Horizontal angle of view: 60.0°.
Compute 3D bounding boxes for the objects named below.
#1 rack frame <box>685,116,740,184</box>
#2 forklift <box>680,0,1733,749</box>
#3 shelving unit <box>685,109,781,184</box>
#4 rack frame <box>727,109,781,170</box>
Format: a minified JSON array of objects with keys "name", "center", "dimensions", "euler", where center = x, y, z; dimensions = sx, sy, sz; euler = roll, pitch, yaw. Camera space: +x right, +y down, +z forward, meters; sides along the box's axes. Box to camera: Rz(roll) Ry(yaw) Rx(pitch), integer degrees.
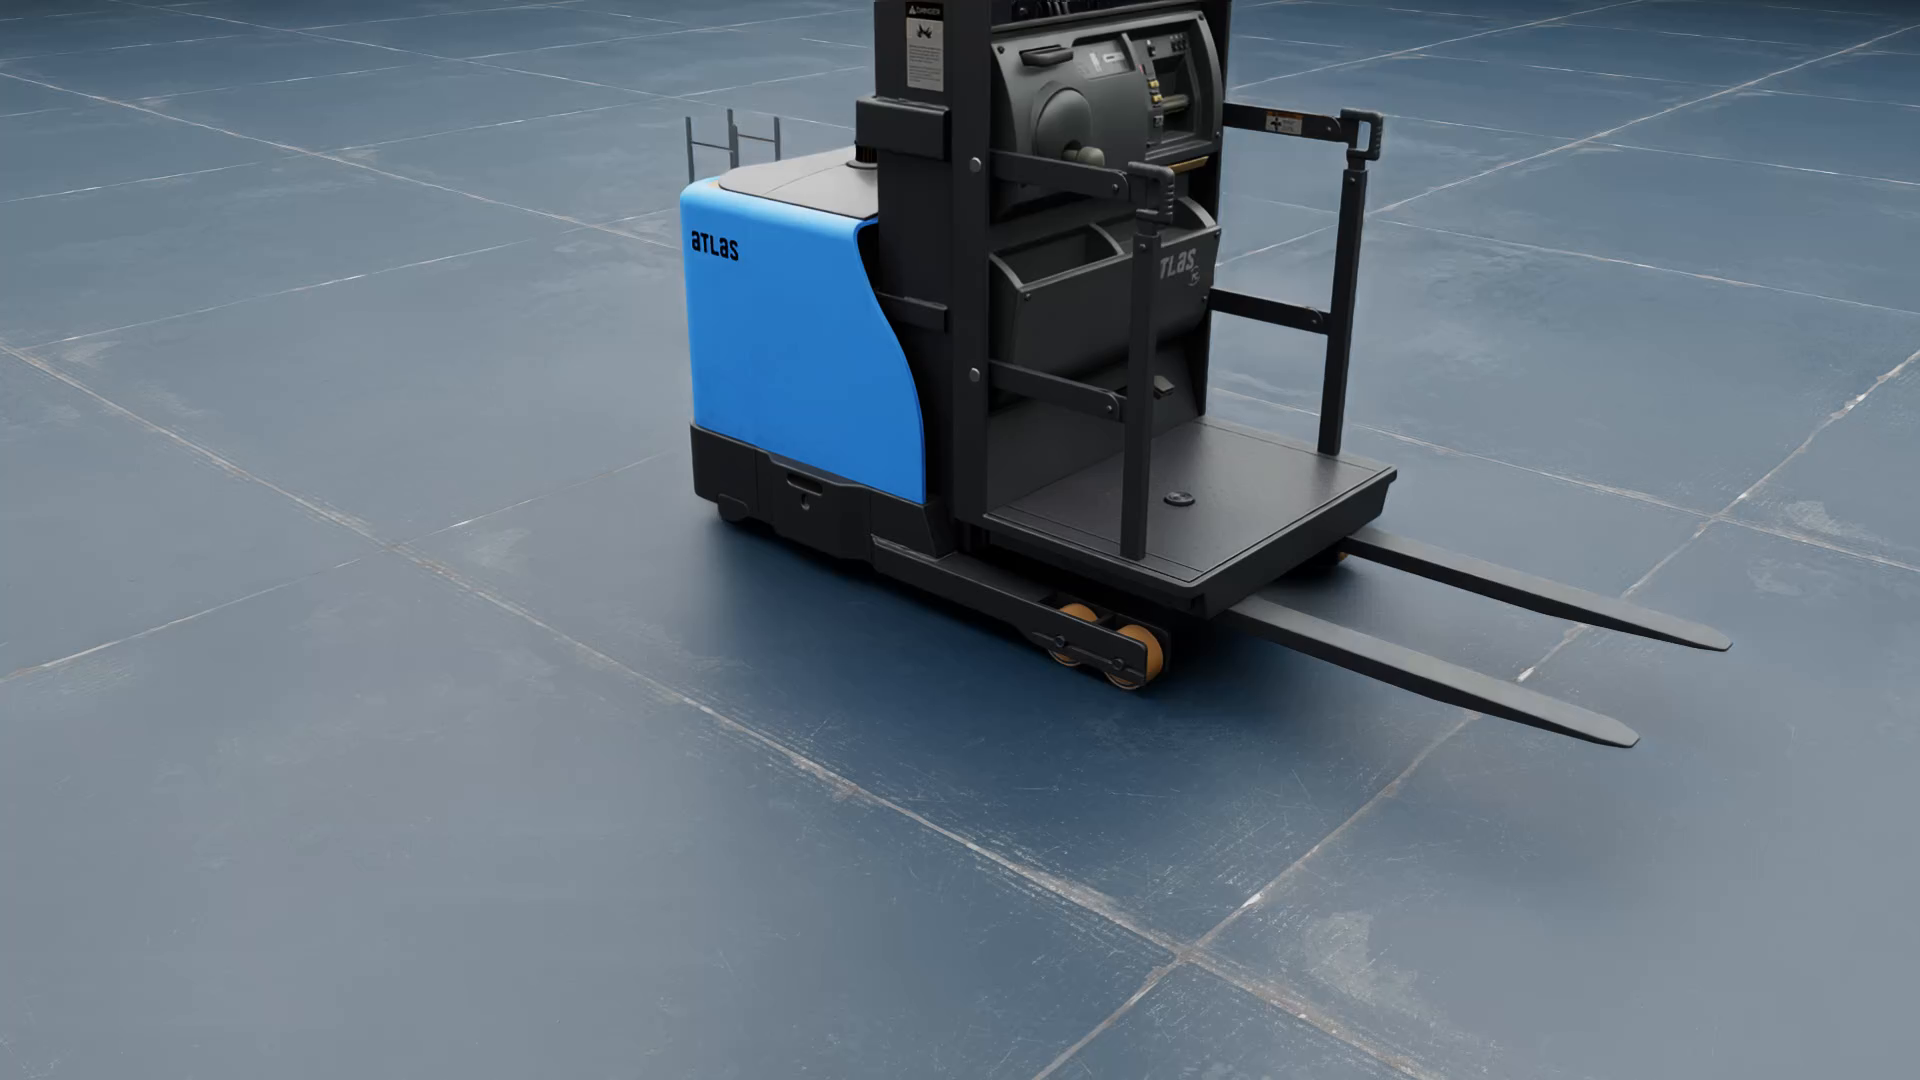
[{"name":"rack frame","center":[-0.793,-0.789,5.544],"dimensions":[0.240,1.200,0.006],"euler":[19,30,36]},{"name":"forklift","center":[0.570,-1.187,4.316],"dimensions":[3.031,2.935,1.130],"euler":[20,31,37]},{"name":"shelving unit","center":[-0.735,-0.818,5.608],"dimensions":[0.258,1.200,0.189],"euler":[19,30,36]},{"name":"rack frame","center":[-0.676,-0.847,5.672],"dimensions":[0.240,1.200,0.006],"euler":[19,30,36]}]
